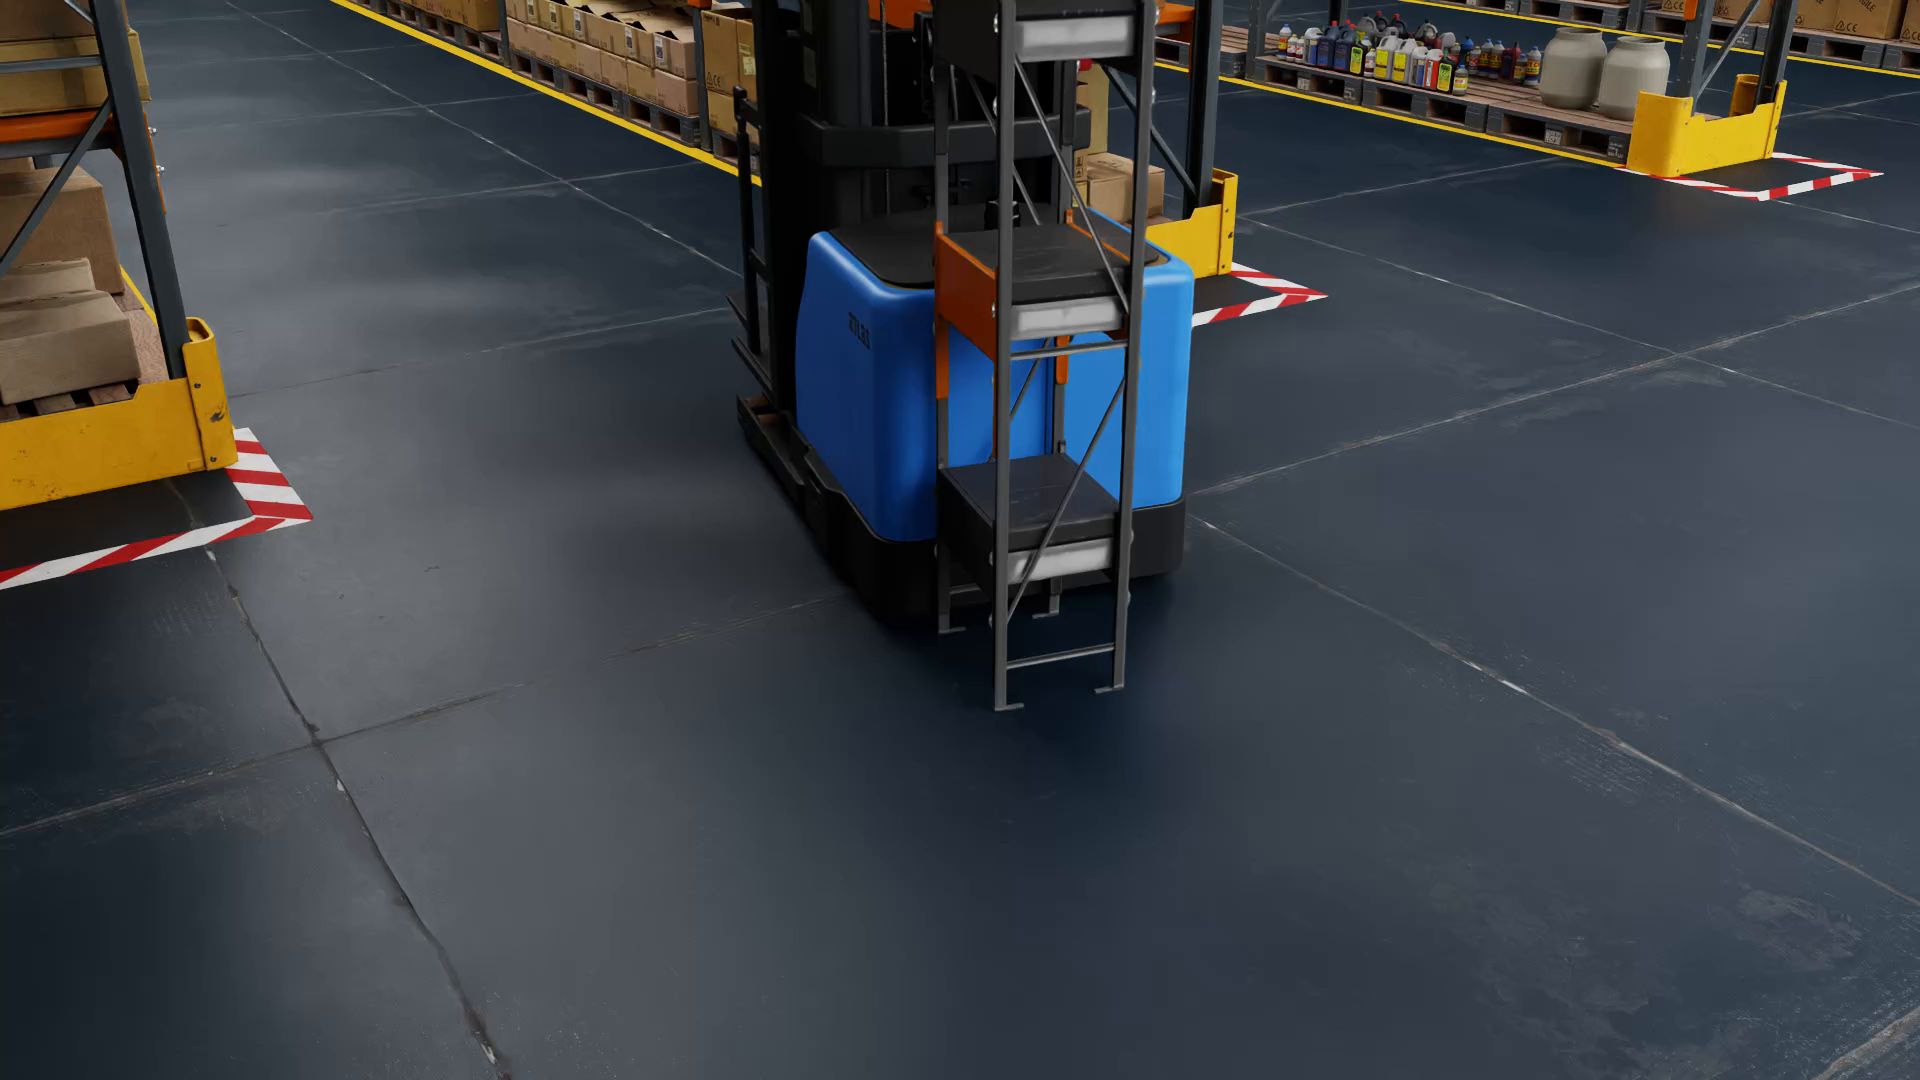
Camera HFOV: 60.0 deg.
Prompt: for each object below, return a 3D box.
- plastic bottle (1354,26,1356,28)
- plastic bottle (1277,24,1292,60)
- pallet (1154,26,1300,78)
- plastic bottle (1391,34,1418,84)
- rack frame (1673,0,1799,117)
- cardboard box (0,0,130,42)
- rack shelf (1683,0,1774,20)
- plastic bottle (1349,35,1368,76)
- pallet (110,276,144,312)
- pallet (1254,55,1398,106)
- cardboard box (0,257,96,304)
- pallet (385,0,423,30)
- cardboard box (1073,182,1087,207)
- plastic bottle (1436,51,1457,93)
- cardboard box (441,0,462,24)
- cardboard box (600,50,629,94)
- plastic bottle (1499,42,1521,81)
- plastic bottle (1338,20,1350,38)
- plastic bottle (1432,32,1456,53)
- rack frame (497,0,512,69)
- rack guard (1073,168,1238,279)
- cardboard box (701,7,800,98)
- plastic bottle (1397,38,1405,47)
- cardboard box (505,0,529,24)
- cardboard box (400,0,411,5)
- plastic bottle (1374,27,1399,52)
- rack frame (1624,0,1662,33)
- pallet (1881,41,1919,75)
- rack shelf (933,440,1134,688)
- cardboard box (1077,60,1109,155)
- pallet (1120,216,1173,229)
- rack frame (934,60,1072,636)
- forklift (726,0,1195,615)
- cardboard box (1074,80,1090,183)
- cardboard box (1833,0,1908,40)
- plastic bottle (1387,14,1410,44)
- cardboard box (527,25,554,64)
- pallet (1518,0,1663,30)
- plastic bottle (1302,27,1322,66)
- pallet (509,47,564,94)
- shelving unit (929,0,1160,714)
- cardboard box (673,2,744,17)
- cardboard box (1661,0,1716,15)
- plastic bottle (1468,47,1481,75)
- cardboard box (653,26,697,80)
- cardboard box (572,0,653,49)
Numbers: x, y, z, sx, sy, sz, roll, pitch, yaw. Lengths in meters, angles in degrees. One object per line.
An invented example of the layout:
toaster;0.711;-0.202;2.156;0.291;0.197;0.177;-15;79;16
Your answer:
plastic bottle;3.284;-4.162;13.816;0.097;0.201;0.097;0;25;0
plastic bottle;2.631;-4.035;13.464;0.097;0.271;0.097;0;25;0
pallet;2.363;-4.297;14.604;1.003;0.211;1.213;-16;29;-30
plastic bottle;3.354;-3.615;12.482;0.144;0.351;0.185;-14;29;-27
rack frame;5.008;-3.855;10.403;1.000;3.000;0.127;-16;29;-30
cardboard box;-3.301;-2.067;5.890;0.500;0.500;0.500;-15;29;-30
rack shelf;3.916;-4.245;12.071;1.077;0.370;4.000;-16;29;-30
plastic bottle;3.076;-3.735;12.814;0.061;0.283;0.133;-14;29;-27
pallet;-4.410;-1.047;7.721;1.003;0.211;1.213;-16;29;-30
pallet;3.156;-3.775;13.499;1.003;0.211;1.213;-16;29;-30
cardboard box;-3.906;-1.002;6.993;0.500;0.311;0.500;-13;28;-25
pallet;-5.219;-5.451;17.050;1.003;0.211;1.213;-16;29;-30
cardboard box;0.315;-1.772;8.718;0.500;0.250;0.500;-16;29;-30
plastic bottle;3.559;-3.418;12.143;0.061;0.283;0.133;-15;29;-28
cardboard box;-4.501;-5.097;15.446;0.500;0.500;0.500;-17;30;-31
cardboard box;-2.351;-3.524;12.431;0.500;0.250;0.500;-15;29;-28
plastic bottle;4.171;-3.632;12.597;0.061;0.283;0.133;-15;29;-29
plastic bottle;3.038;-3.935;13.160;0.144;0.351;0.185;-16;29;-30
plastic bottle;3.784;-3.847;13.060;0.152;0.276;0.135;-15;29;-29
rack frame;-3.511;-5.564;14.022;1.000;3.000;0.127;-16;29;-30
rack guard;0.869;-1.563;8.476;1.175;0.500;0.348;-16;29;-30
cardboard box;-1.337;-3.180;10.822;0.500;0.500;0.500;-16;29;-30
plastic bottle;3.363;-3.692;12.731;0.152;0.276;0.135;-16;29;-30
cardboard box;-3.472;-4.508;13.857;0.500;0.311;0.500;-14;29;-28
cardboard box;-5.335;-5.645;16.606;0.500;0.500;0.500;-15;29;-29
plastic bottle;3.412;-3.978;13.338;0.152;0.276;0.135;-16;29;-30
rack frame;6.974;-6.440;15.878;1.000;3.000;0.127;-16;29;-30
pallet;8.702;-4.074;14.133;1.003;0.211;1.213;-16;29;-30
rack shelf;0.203;0.058;4.840;0.431;0.518;0.480;-9;27;-18
cardboard box;0.475;-2.410;9.191;0.500;0.500;0.500;-16;29;-30
pallet;0.403;-1.705;9.114;1.003;0.211;1.213;-16;29;-30
rack frame;0.121;-0.686;4.743;0.400;2.100;0.015;-9;27;-18
forklift;-0.245;-1.702;5.922;1.130;2.935;3.031;-9;27;-18
cardboard box;0.314;-2.110;8.557;0.500;0.500;0.500;-16;29;-30
cardboard box;8.150;-4.730;14.693;0.500;0.500;0.500;-13;28;-25
plastic bottle;3.522;-4.055;13.414;0.144;0.351;0.185;-17;30;-32
cardboard box;-3.196;-4.075;13.597;0.500;0.250;0.500;-16;30;-31
pallet;6.548;-5.457;17.063;1.003;0.211;1.213;-16;29;-30
plastic bottle;2.830;-3.928;13.231;0.152;0.276;0.135;-14;29;-28
pallet;-3.095;-3.999;13.974;1.003;0.211;1.213;-16;29;-30
shelving unit;0.203;-0.588;4.535;0.431;2.100;0.503;-9;27;-18
cardboard box;-1.897;-3.904;12.578;0.500;0.311;0.500;-17;30;-31
cardboard box;7.159;-5.347;15.999;0.500;0.500;0.500;-17;30;-31
plastic bottle;3.984;-3.704;12.844;0.097;0.201;0.097;0;25;0
cardboard box;-1.789;-3.411;11.534;0.500;0.311;0.500;-16;29;-30
cardboard box;-2.620;-3.955;12.687;0.500;0.311;0.500;-16;30;-30
